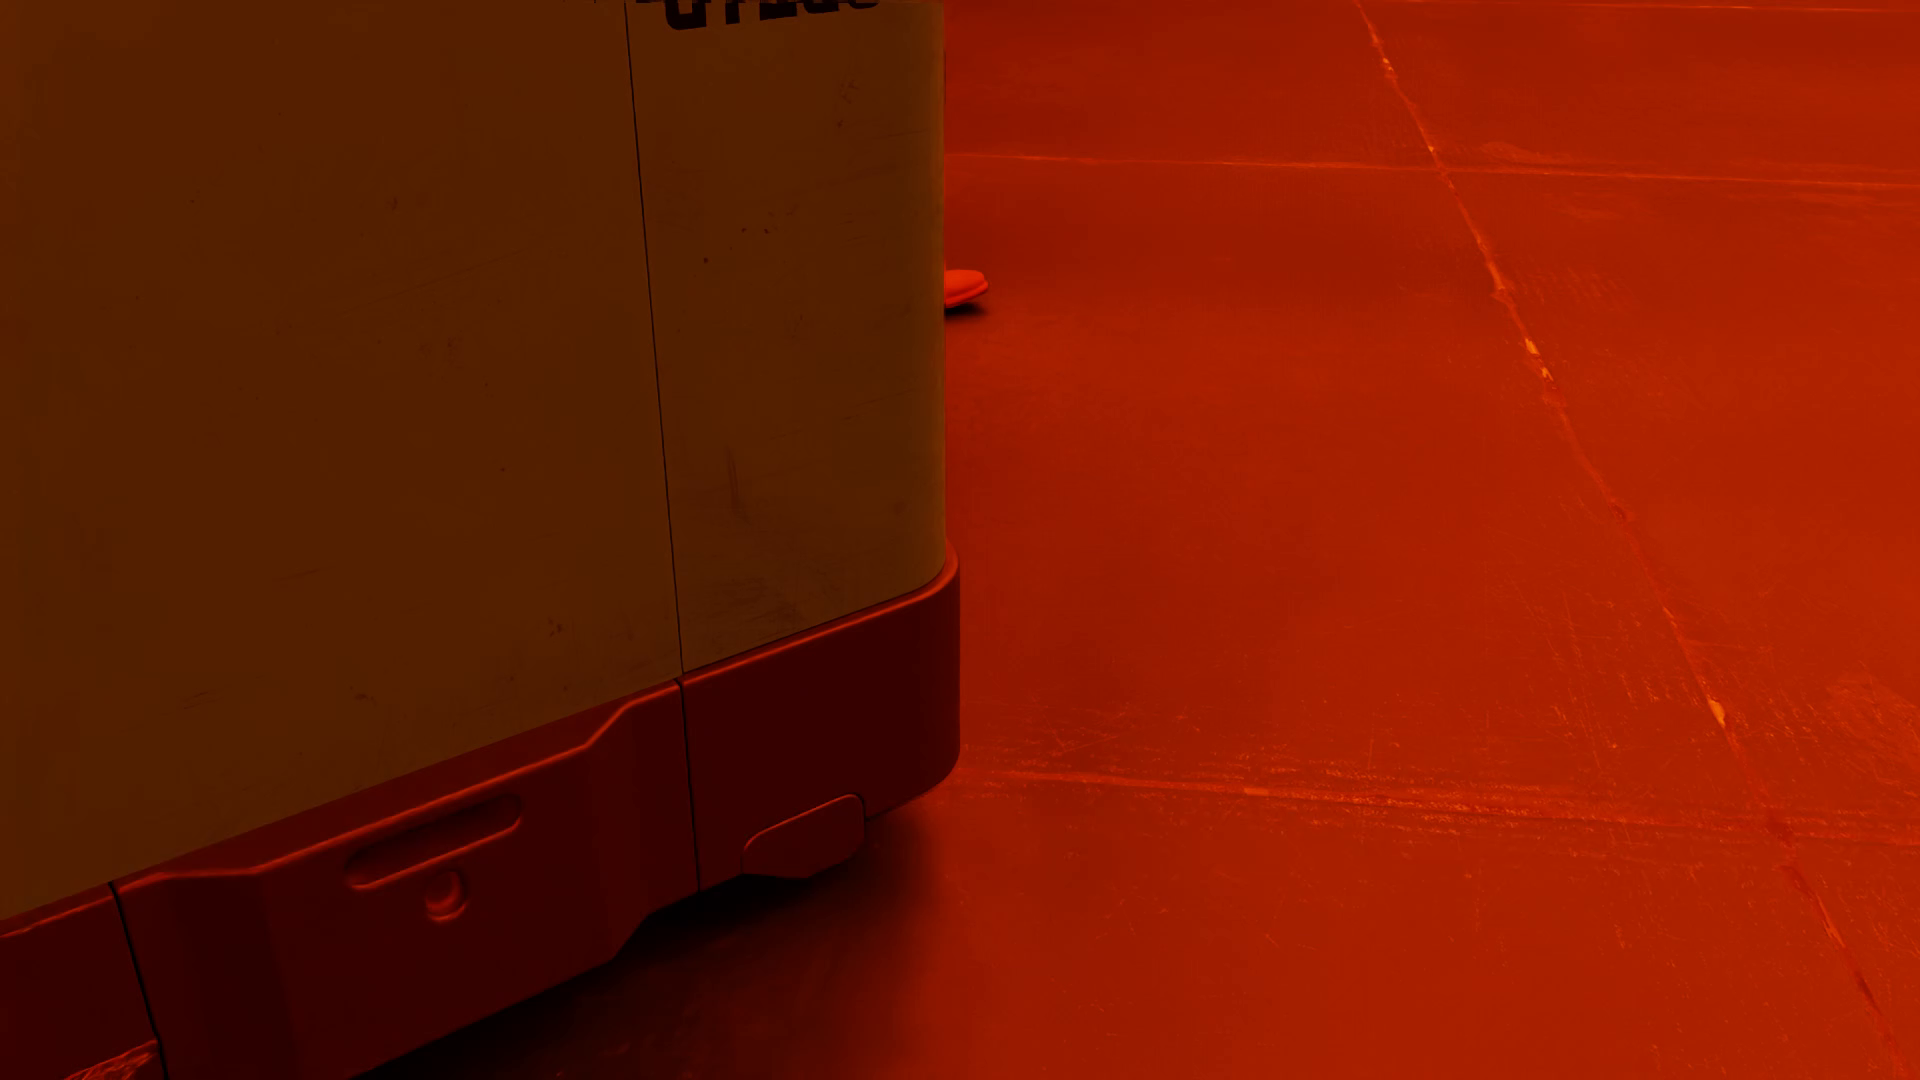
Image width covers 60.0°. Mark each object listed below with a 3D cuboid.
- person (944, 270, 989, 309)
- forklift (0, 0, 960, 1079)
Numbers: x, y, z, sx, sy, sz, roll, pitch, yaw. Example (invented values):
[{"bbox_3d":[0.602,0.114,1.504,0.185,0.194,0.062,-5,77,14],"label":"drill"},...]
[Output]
[{"bbox_3d":[-0.336,-1.174,2.903,0.437,1.749,0.854,22,34,37],"label":"person"},{"bbox_3d":[-1.476,-0.774,0.768,3.031,2.935,1.130,-19,32,-33],"label":"forklift"}]
